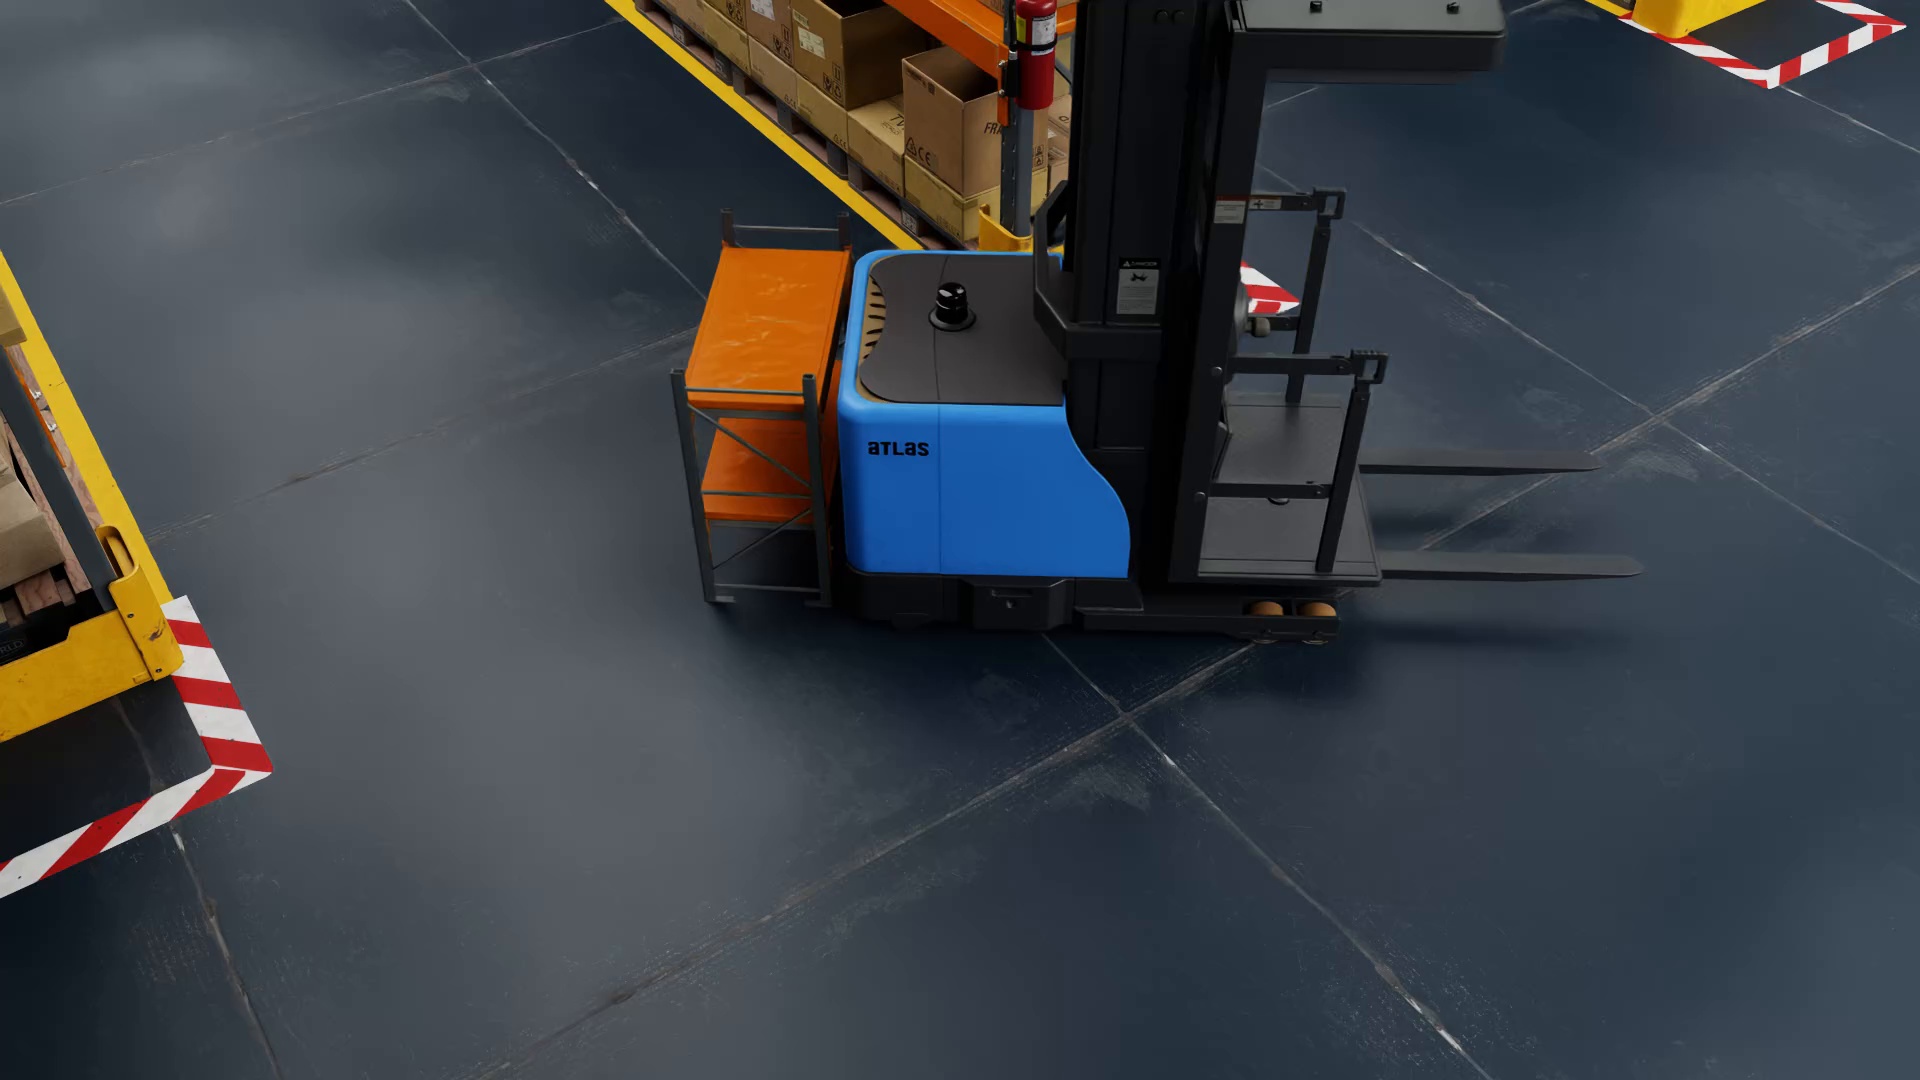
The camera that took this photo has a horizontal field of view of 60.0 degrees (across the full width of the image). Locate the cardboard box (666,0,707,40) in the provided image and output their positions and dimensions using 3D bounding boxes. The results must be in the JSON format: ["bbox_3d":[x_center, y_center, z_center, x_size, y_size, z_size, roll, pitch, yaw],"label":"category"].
[{"bbox_3d":[-1.365,-3.147,9.561,0.500,0.250,0.500,-26,49,-24],"label":"cardboard box"}]

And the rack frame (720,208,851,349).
[{"bbox_3d":[-0.679,-0.866,6.842,0.500,1.125,0.032,3,44,3],"label":"rack frame"}]

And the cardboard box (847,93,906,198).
[{"bbox_3d":[-0.220,-2.014,8.375,0.500,0.250,0.500,-26,49,-24],"label":"cardboard box"}]

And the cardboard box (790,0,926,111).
[{"bbox_3d":[-0.510,-2.567,8.410,0.500,0.500,0.500,-26,49,-24],"label":"cardboard box"}]

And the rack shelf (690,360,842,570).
[{"bbox_3d":[-0.713,-0.339,6.644,0.538,0.278,1.000,3,44,3],"label":"rack shelf"}]

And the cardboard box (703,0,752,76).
[{"bbox_3d":[-1.083,-2.861,9.262,0.500,0.250,0.500,-26,49,-24],"label":"cardboard box"}]

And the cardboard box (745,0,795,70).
[{"bbox_3d":[-0.795,-2.850,8.708,0.500,0.500,0.500,-26,49,-24],"label":"cardboard box"}]

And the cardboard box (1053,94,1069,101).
[{"bbox_3d":[0.211,-2.222,8.592,0.500,0.250,0.500,-26,49,-24],"label":"cardboard box"}]

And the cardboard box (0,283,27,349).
[{"bbox_3d":[-3.455,-0.787,5.496,0.500,0.250,0.500,-27,50,-26],"label":"cardboard box"}]

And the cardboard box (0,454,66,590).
[{"bbox_3d":[-3.758,-0.046,6.255,0.500,0.311,0.500,-31,52,-29],"label":"cardboard box"}]

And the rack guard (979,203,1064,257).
[{"bbox_3d":[0.639,-1.474,7.932,1.175,0.500,0.348,-26,49,-24],"label":"rack guard"}]

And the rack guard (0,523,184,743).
[{"bbox_3d":[-3.479,0.429,5.939,1.175,0.500,0.348,-26,49,-24],"label":"rack guard"}]

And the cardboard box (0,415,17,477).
[{"bbox_3d":[-4.084,-0.369,6.593,0.500,0.311,0.500,-22,48,-21],"label":"cardboard box"}]

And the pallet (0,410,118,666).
[{"bbox_3d":[-3.915,0.059,6.535,1.003,0.211,1.213,-26,49,-24],"label":"pallet"}]

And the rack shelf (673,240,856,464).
[{"bbox_3d":[-0.713,-0.727,6.273,0.538,0.278,1.000,3,44,3],"label":"rack shelf"}]

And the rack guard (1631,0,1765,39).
[{"bbox_3d":[4.608,-3.466,10.019,1.175,0.500,0.348,-26,49,-24],"label":"rack guard"}]

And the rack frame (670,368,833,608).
[{"bbox_3d":[-0.747,-0.165,6.108,0.500,1.125,0.032,3,44,3],"label":"rack frame"}]

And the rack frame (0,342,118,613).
[{"bbox_3d":[-3.436,-0.432,5.031,1.000,3.000,0.127,-26,49,-24],"label":"rack frame"}]

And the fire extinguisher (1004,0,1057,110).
[{"bbox_3d":[0.312,-2.113,6.847,0.296,0.674,0.183,-26,49,-24],"label":"fire extinguisher"}]

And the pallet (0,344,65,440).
[{"bbox_3d":[-4.609,-0.631,7.258,1.003,0.211,1.213,-26,49,-24],"label":"pallet"}]

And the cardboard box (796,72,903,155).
[{"bbox_3d":[-0.508,-2.297,8.671,0.500,0.250,0.500,-26,49,-24],"label":"cardboard box"}]

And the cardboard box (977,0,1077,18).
[{"bbox_3d":[0.368,-2.697,7.330,0.700,0.500,0.500,-26,49,-24],"label":"cardboard box"}]

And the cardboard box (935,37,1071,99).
[{"bbox_3d":[0.213,-2.494,8.334,0.500,0.500,0.500,-26,49,-24],"label":"cardboard box"}]

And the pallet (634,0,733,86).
[{"bbox_3d":[-1.243,-3.181,9.929,1.003,0.211,1.213,-26,49,-24],"label":"pallet"}]

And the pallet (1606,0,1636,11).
[{"bbox_3d":[4.147,-3.824,10.603,1.003,0.211,1.213,-26,49,-24],"label":"pallet"}]

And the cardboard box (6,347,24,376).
[{"bbox_3d":[-4.463,-0.873,6.984,0.700,0.500,0.500,-29,51,-27],"label":"cardboard box"}]

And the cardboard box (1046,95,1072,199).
[{"bbox_3d":[0.501,-1.940,8.297,0.500,0.250,0.500,-26,49,-24],"label":"cardboard box"}]

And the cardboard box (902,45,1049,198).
[{"bbox_3d":[0.074,-2.006,7.823,0.500,0.500,0.500,-26,49,-24],"label":"cardboard box"}]

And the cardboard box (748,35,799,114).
[{"bbox_3d":[-0.792,-2.581,8.968,0.500,0.250,0.500,-26,49,-24],"label":"cardboard box"}]

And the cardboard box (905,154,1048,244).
[{"bbox_3d":[0.076,-1.736,8.083,0.500,0.250,0.500,-26,49,-24],"label":"cardboard box"}]

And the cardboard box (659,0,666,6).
[{"bbox_3d":[-1.647,-3.432,9.860,0.500,0.250,0.500,-26,49,-24],"label":"cardboard box"}]

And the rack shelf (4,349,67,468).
[{"bbox_3d":[-4.580,-1.305,6.466,1.077,0.370,4.000,-26,49,-24],"label":"rack shelf"}]

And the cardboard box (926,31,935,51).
[{"bbox_3d":[-0.084,-2.772,8.626,0.500,0.500,0.500,-26,49,-24],"label":"cardboard box"}]

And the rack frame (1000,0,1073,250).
[{"bbox_3d":[0.625,-2.391,7.083,1.000,3.000,0.127,-26,49,-24],"label":"rack frame"}]

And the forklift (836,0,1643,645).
[{"bbox_3d":[1.087,-1.038,5.715,3.031,2.935,1.130,1,44,1],"label":"forklift"}]

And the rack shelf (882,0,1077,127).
[{"bbox_3d":[-0.519,-3.264,8.518,1.077,0.370,4.000,-26,49,-24],"label":"rack shelf"}]

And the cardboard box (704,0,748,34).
[{"bbox_3d":[-1.083,-3.133,9.003,0.500,0.500,0.500,-26,49,-24],"label":"cardboard box"}]

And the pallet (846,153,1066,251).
[{"bbox_3d":[0.153,-1.799,8.482,1.003,0.211,1.213,-26,49,-24],"label":"pallet"}]

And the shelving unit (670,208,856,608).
[{"bbox_3d":[-0.713,-0.516,6.475,0.538,1.125,1.048,3,44,3],"label":"shelving unit"}]

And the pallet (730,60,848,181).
[{"bbox_3d":[-0.541,-2.490,9.205,1.003,0.211,1.213,-26,49,-24],"label":"pallet"}]
